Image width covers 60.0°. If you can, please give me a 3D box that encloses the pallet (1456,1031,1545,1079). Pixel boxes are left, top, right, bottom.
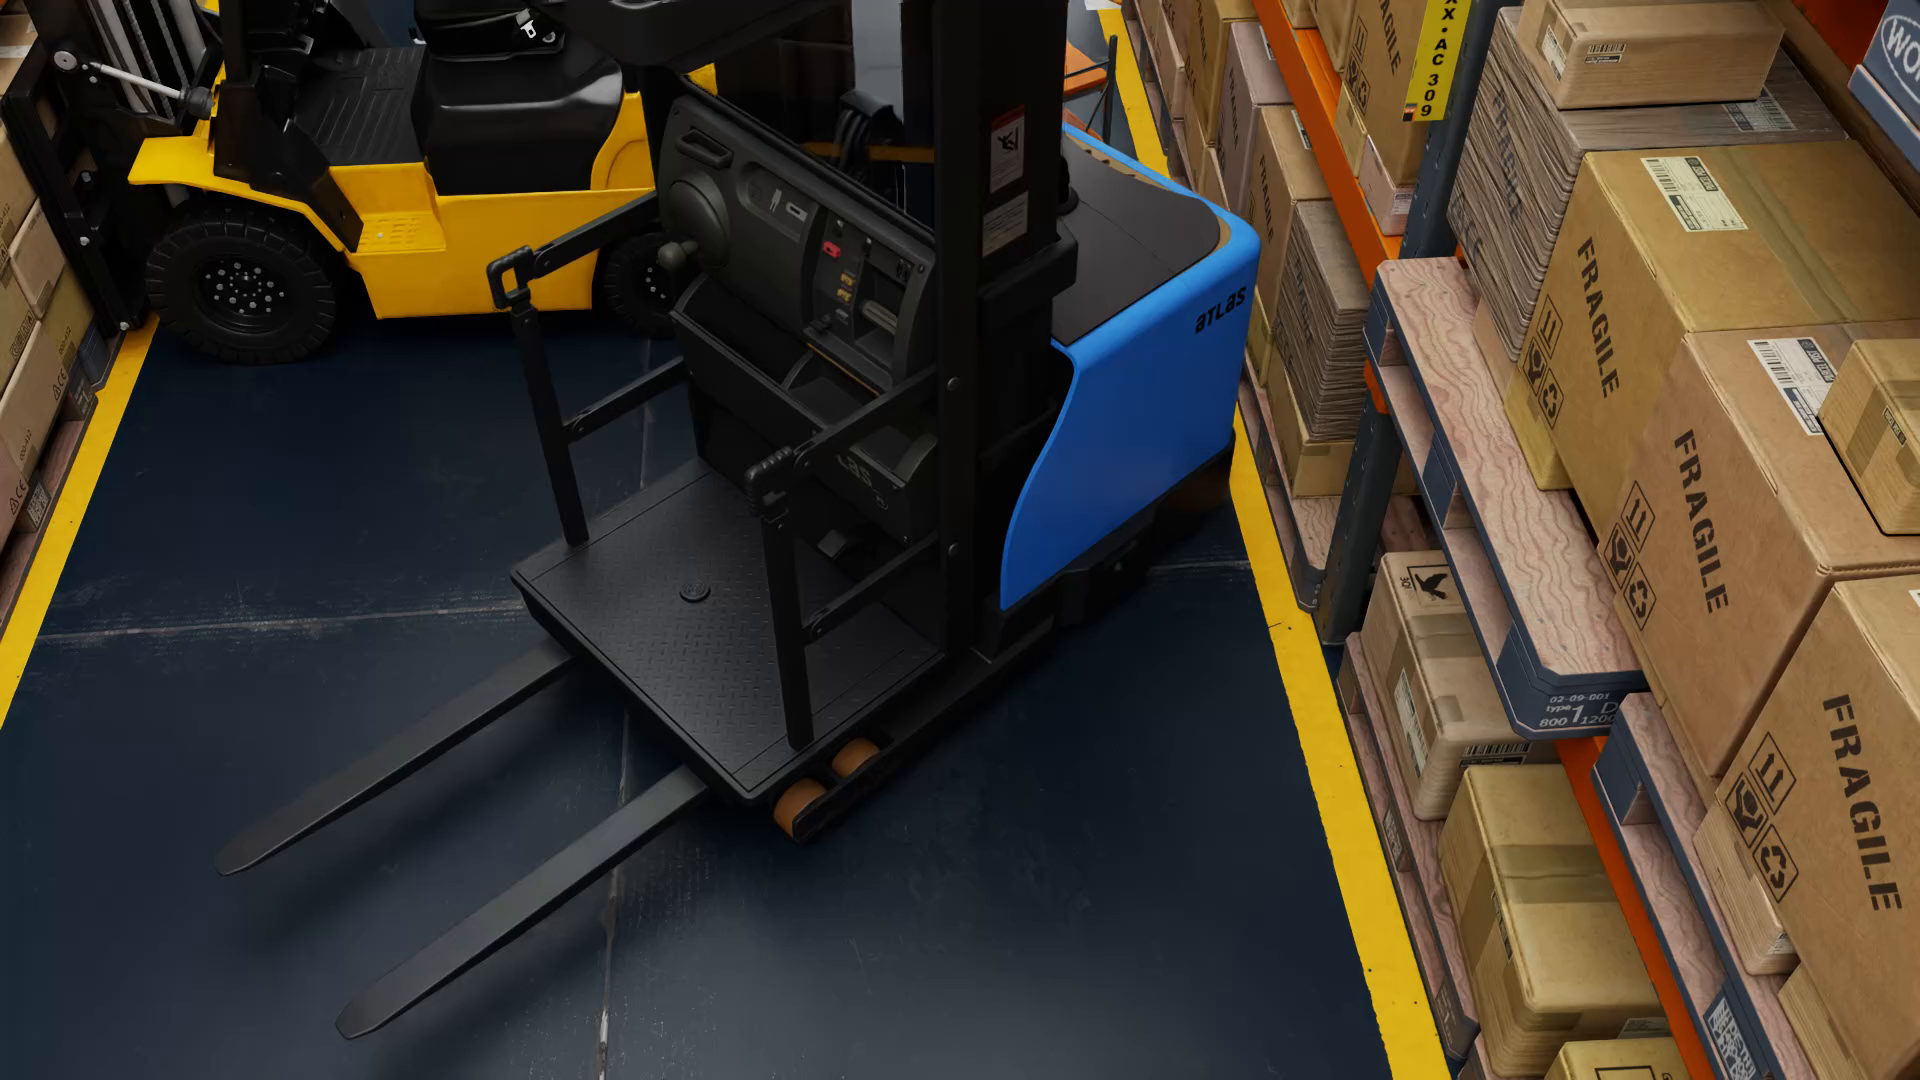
[{"bbox_3d":[1.742,1.621,3.570,1.003,0.211,1.213,-3,47,-3],"label":"pallet"}]

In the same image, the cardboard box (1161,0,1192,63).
[{"bbox_3d":[1.078,-2.141,6.300,0.500,0.500,0.500,-5,47,-5],"label":"cardboard box"}]

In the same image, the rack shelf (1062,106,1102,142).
[{"bbox_3d":[0.244,-1.332,5.470,0.258,0.148,0.480,-24,51,-21],"label":"rack shelf"}]

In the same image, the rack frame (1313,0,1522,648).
[{"bbox_3d":[1.571,-0.786,3.928,1.000,3.000,0.127,-3,47,-3],"label":"rack frame"}]

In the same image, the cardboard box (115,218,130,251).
[{"bbox_3d":[-3.225,-1.157,5.884,0.500,0.250,0.500,-2,47,-2],"label":"cardboard box"}]

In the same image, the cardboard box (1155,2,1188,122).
[{"bbox_3d":[1.063,-1.909,6.596,0.500,0.250,0.500,-2,47,-2],"label":"cardboard box"}]

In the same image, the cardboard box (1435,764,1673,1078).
[{"bbox_3d":[1.681,0.872,3.878,0.950,0.372,0.625,-1,47,-1],"label":"cardboard box"}]

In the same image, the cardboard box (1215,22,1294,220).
[{"bbox_3d":[1.165,-1.392,5.590,0.500,0.500,0.500,-1,47,-1],"label":"cardboard box"}]

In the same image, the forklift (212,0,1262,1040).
[{"bbox_3d":[-0.559,-0.633,3.831,3.031,2.935,1.130,-35,56,-28],"label":"forklift"}]

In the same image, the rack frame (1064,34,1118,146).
[{"bbox_3d":[0.373,-1.074,5.441,0.240,1.200,0.015,-24,51,-21],"label":"rack frame"}]

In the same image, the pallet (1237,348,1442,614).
[{"bbox_3d":[1.479,-0.311,5.399,1.003,0.211,1.213,-3,47,-3],"label":"pallet"}]

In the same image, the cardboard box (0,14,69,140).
[{"bbox_3d":[-3.225,-1.504,5.524,0.500,0.250,0.500,-4,47,-4],"label":"cardboard box"}]

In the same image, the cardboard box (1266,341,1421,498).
[{"bbox_3d":[1.253,-0.396,5.164,0.500,0.250,0.500,-2,47,-1],"label":"cardboard box"}]

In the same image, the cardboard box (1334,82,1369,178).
[{"bbox_3d":[1.212,-1.094,4.393,0.380,0.149,0.250,-3,47,-2],"label":"cardboard box"}]

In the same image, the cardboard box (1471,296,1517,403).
[{"bbox_3d":[1.302,-0.425,3.470,0.380,0.149,0.250,-3,47,-3],"label":"cardboard box"}]

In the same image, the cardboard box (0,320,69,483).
[{"bbox_3d":[-3.144,-0.417,5.184,0.500,0.250,0.500,-4,47,-4],"label":"cardboard box"}]

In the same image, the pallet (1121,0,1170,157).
[{"bbox_3d":[1.275,-2.076,7.071,1.003,0.211,1.213,-3,47,-3],"label":"pallet"}]

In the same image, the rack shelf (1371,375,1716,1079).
[{"bbox_3d":[1.738,0.908,2.819,1.077,0.370,4.000,-3,47,-3],"label":"rack shelf"}]

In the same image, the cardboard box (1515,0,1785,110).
[{"bbox_3d":[1.258,-0.928,3.054,0.380,0.149,0.250,-4,47,-3],"label":"cardboard box"}]

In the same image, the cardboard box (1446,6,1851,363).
[{"bbox_3d":[1.324,-0.710,3.294,0.500,0.500,0.500,-2,47,-2],"label":"cardboard box"}]

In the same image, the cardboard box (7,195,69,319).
[{"bbox_3d":[-3.183,-0.950,5.344,0.500,0.250,0.500,-4,47,-4],"label":"cardboard box"}]

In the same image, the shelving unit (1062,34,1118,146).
[{"bbox_3d":[0.244,-1.224,5.583,0.258,1.200,0.503,-24,51,-21],"label":"shelving unit"}]

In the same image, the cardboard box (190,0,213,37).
[{"bbox_3d":[-3.356,-2.254,6.923,0.500,0.250,0.500,-3,47,-3],"label":"cardboard box"}]

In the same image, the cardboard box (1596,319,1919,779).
[{"bbox_3d":[1.394,0.010,2.611,0.500,0.500,0.500,-4,47,-4],"label":"cardboard box"}]

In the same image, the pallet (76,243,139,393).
[{"bbox_3d":[-3.505,-0.985,6.038,1.003,0.211,1.213,-3,47,-3],"label":"pallet"}]

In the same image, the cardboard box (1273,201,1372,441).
[{"bbox_3d":[1.254,-0.655,4.892,0.500,0.500,0.500,-4,47,-4],"label":"cardboard box"}]

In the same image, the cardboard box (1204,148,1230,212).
[{"bbox_3d":[1.161,-1.149,5.877,0.500,0.250,0.500,-3,47,-3],"label":"cardboard box"}]

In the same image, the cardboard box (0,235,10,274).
[{"bbox_3d":[-3.136,-0.764,4.824,0.500,0.250,0.500,-3,47,-3],"label":"cardboard box"}]

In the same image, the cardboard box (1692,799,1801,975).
[{"bbox_3d":[1.383,0.520,2.576,0.380,0.149,0.250,-2,47,-2],"label":"cardboard box"}]

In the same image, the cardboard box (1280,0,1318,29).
[{"bbox_3d":[1.152,-1.649,4.918,0.380,0.149,0.250,-4,47,-4],"label":"cardboard box"}]

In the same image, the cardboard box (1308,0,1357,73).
[{"bbox_3d":[1.236,-1.601,4.427,0.500,0.500,0.500,-2,47,-2],"label":"cardboard box"}]

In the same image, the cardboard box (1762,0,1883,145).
[{"bbox_3d":[1.838,-0.747,3.328,0.500,0.500,0.500,-4,47,-4],"label":"cardboard box"}]

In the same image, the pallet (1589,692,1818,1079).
[{"bbox_3d":[1.699,0.744,2.611,1.003,0.211,1.213,-3,47,-3],"label":"pallet"}]

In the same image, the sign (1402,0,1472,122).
[{"bbox_3d":[1.031,-1.045,3.578,0.100,0.325,0.005,-3,47,-3],"label":"sign"}]

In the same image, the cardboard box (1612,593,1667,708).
[{"bbox_3d":[1.394,0.145,2.930,0.380,0.149,0.250,-3,47,-3],"label":"cardboard box"}]
